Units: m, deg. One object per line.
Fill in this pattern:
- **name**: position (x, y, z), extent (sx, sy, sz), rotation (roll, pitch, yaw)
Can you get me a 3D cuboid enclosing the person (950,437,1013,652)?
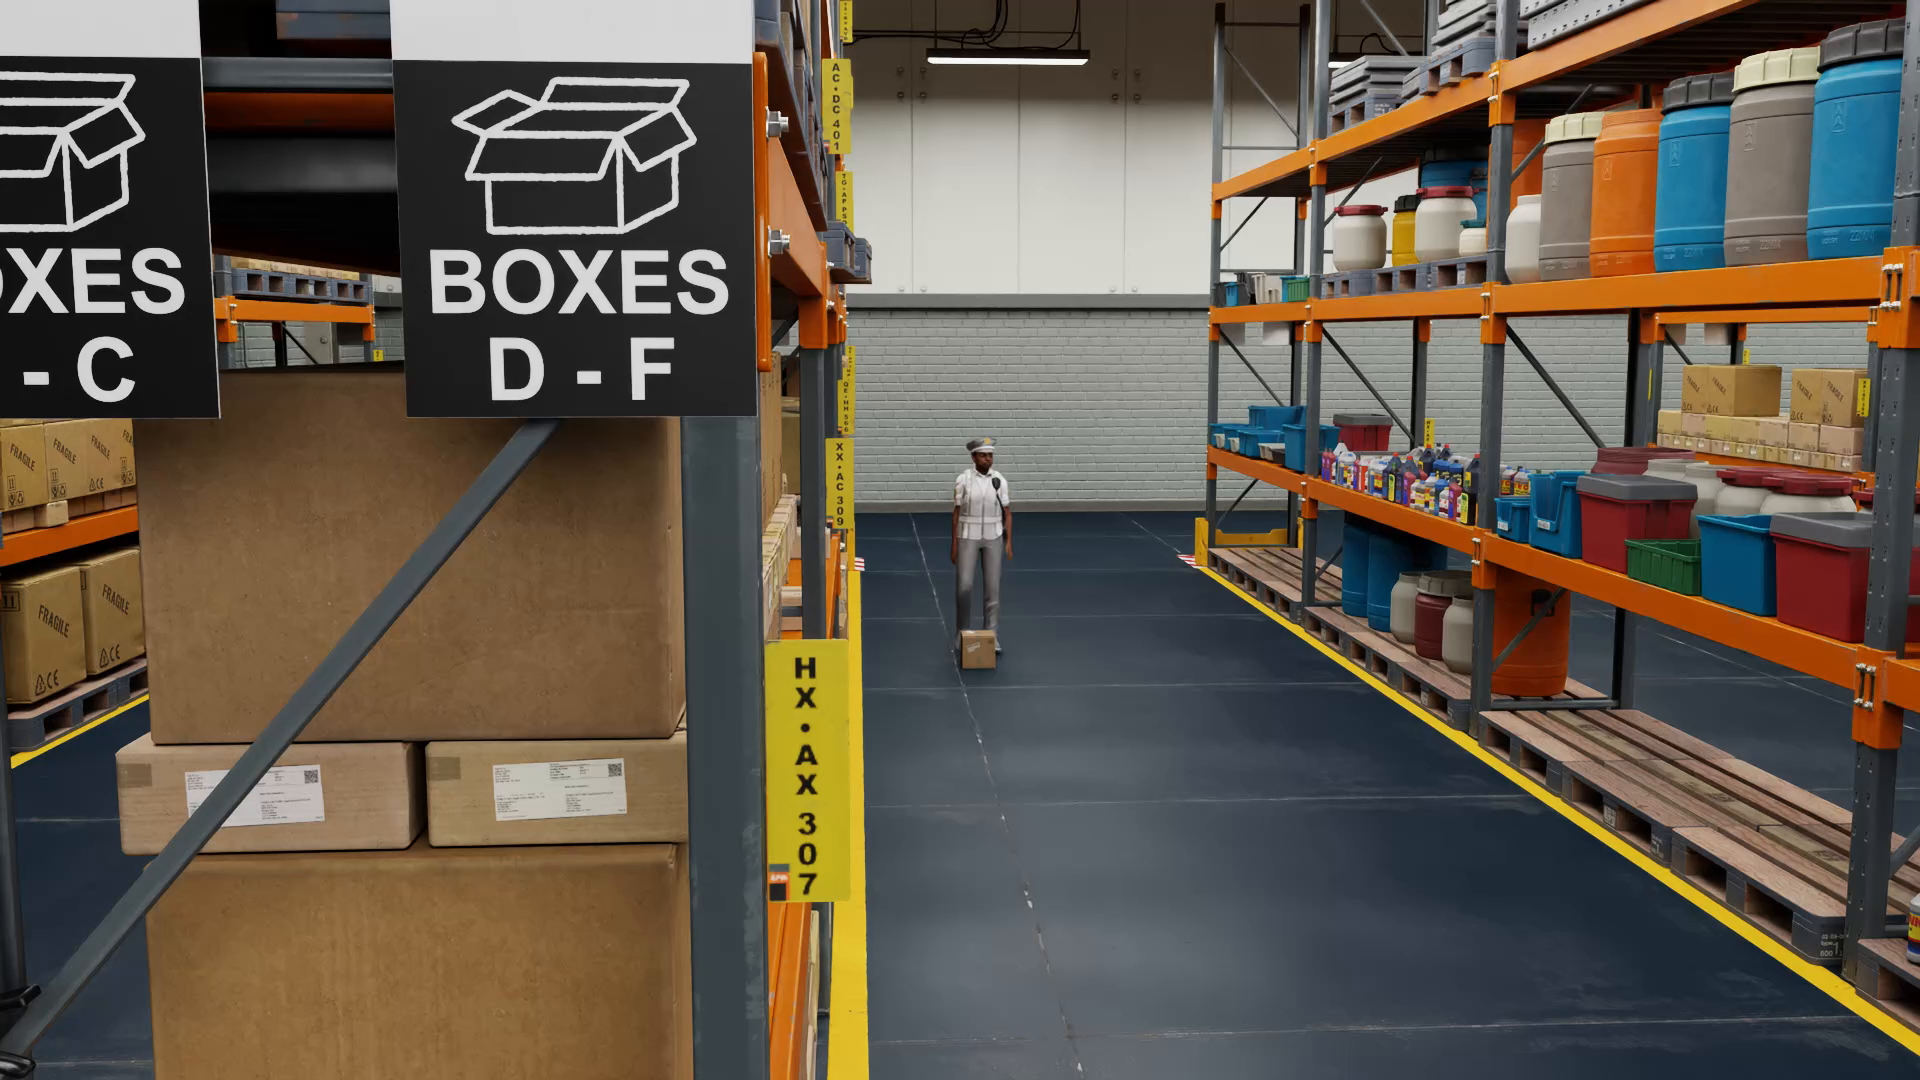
- **person**: position (0.177, 0.046, 13.218), extent (0.496, 1.726, 0.452), rotation (-1, 7, -8)
